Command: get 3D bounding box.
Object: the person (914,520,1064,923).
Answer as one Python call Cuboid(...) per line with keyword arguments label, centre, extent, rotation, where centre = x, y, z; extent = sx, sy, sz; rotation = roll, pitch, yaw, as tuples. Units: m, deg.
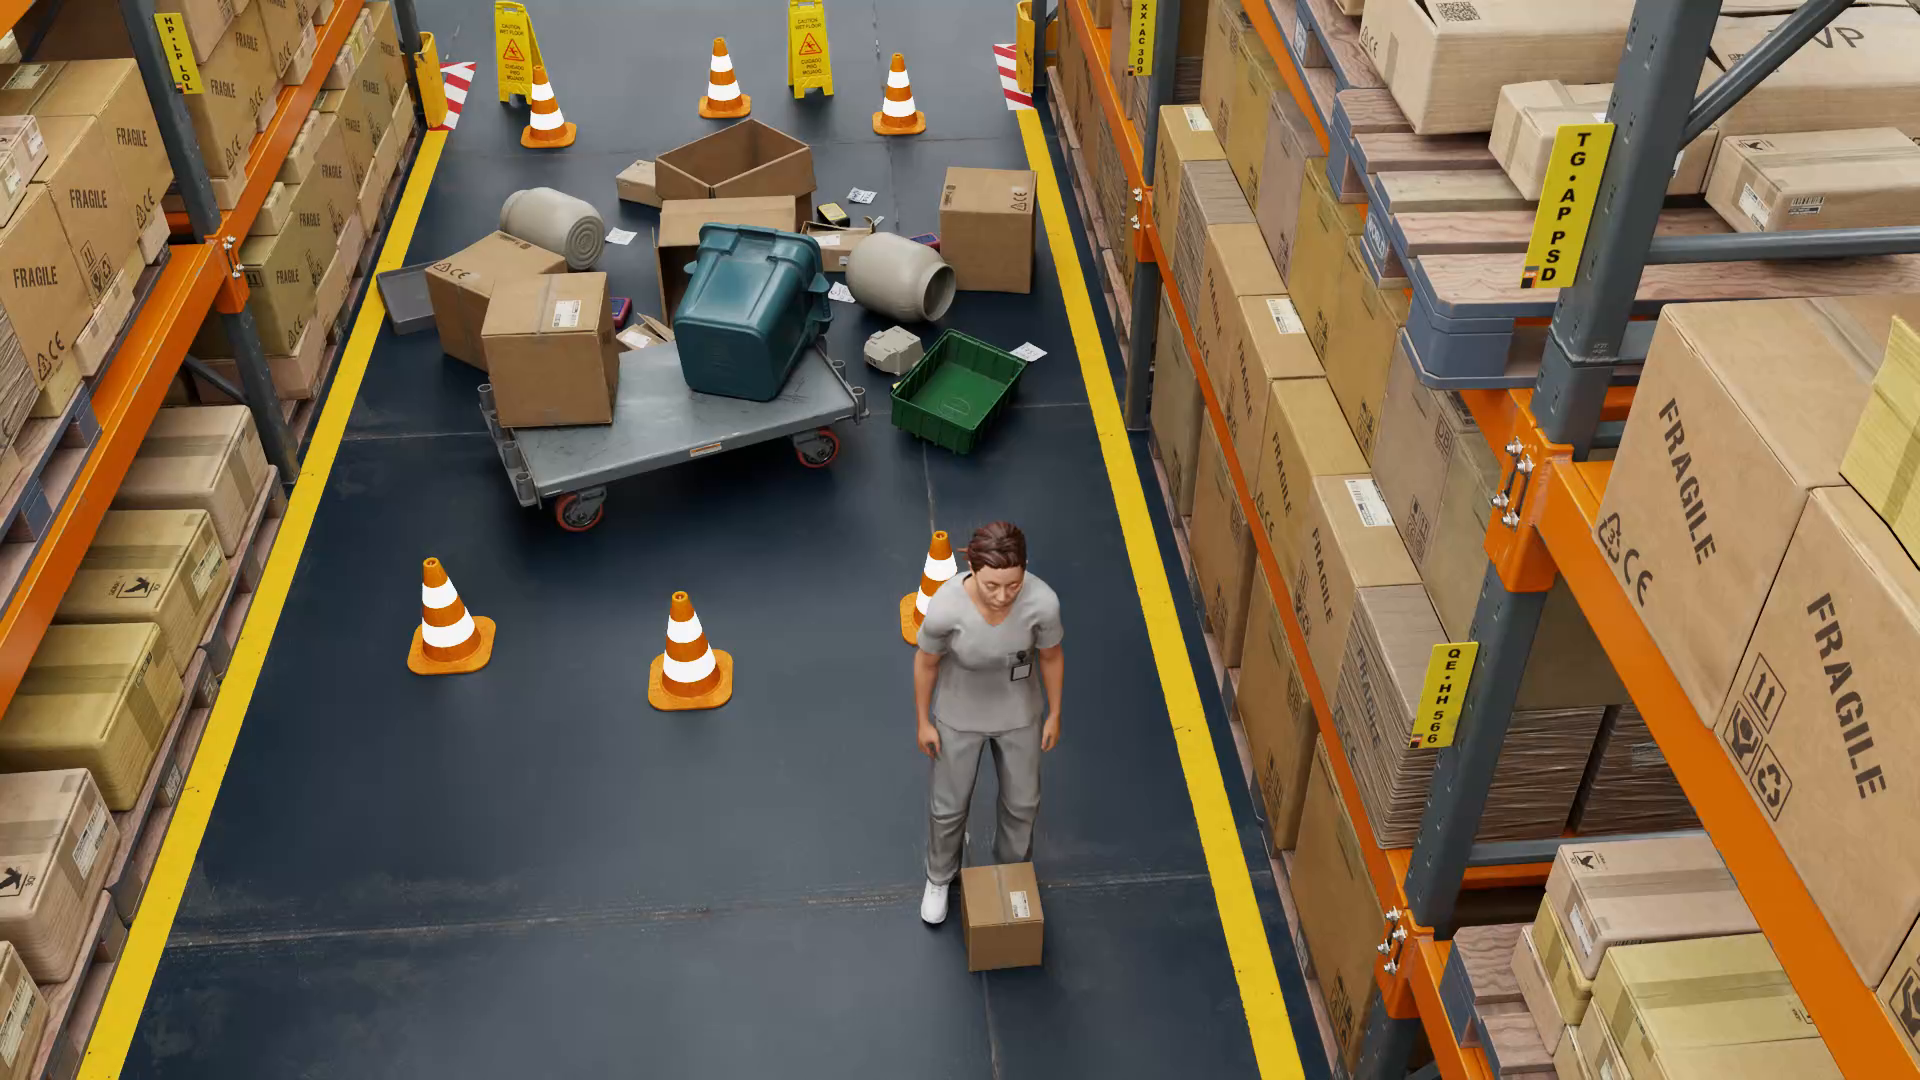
Cuboid(label="person", centre=(0.095, 0.587, 5.438), extent=(0.487, 1.673, 0.361), rotation=(-3, 39, -4))
